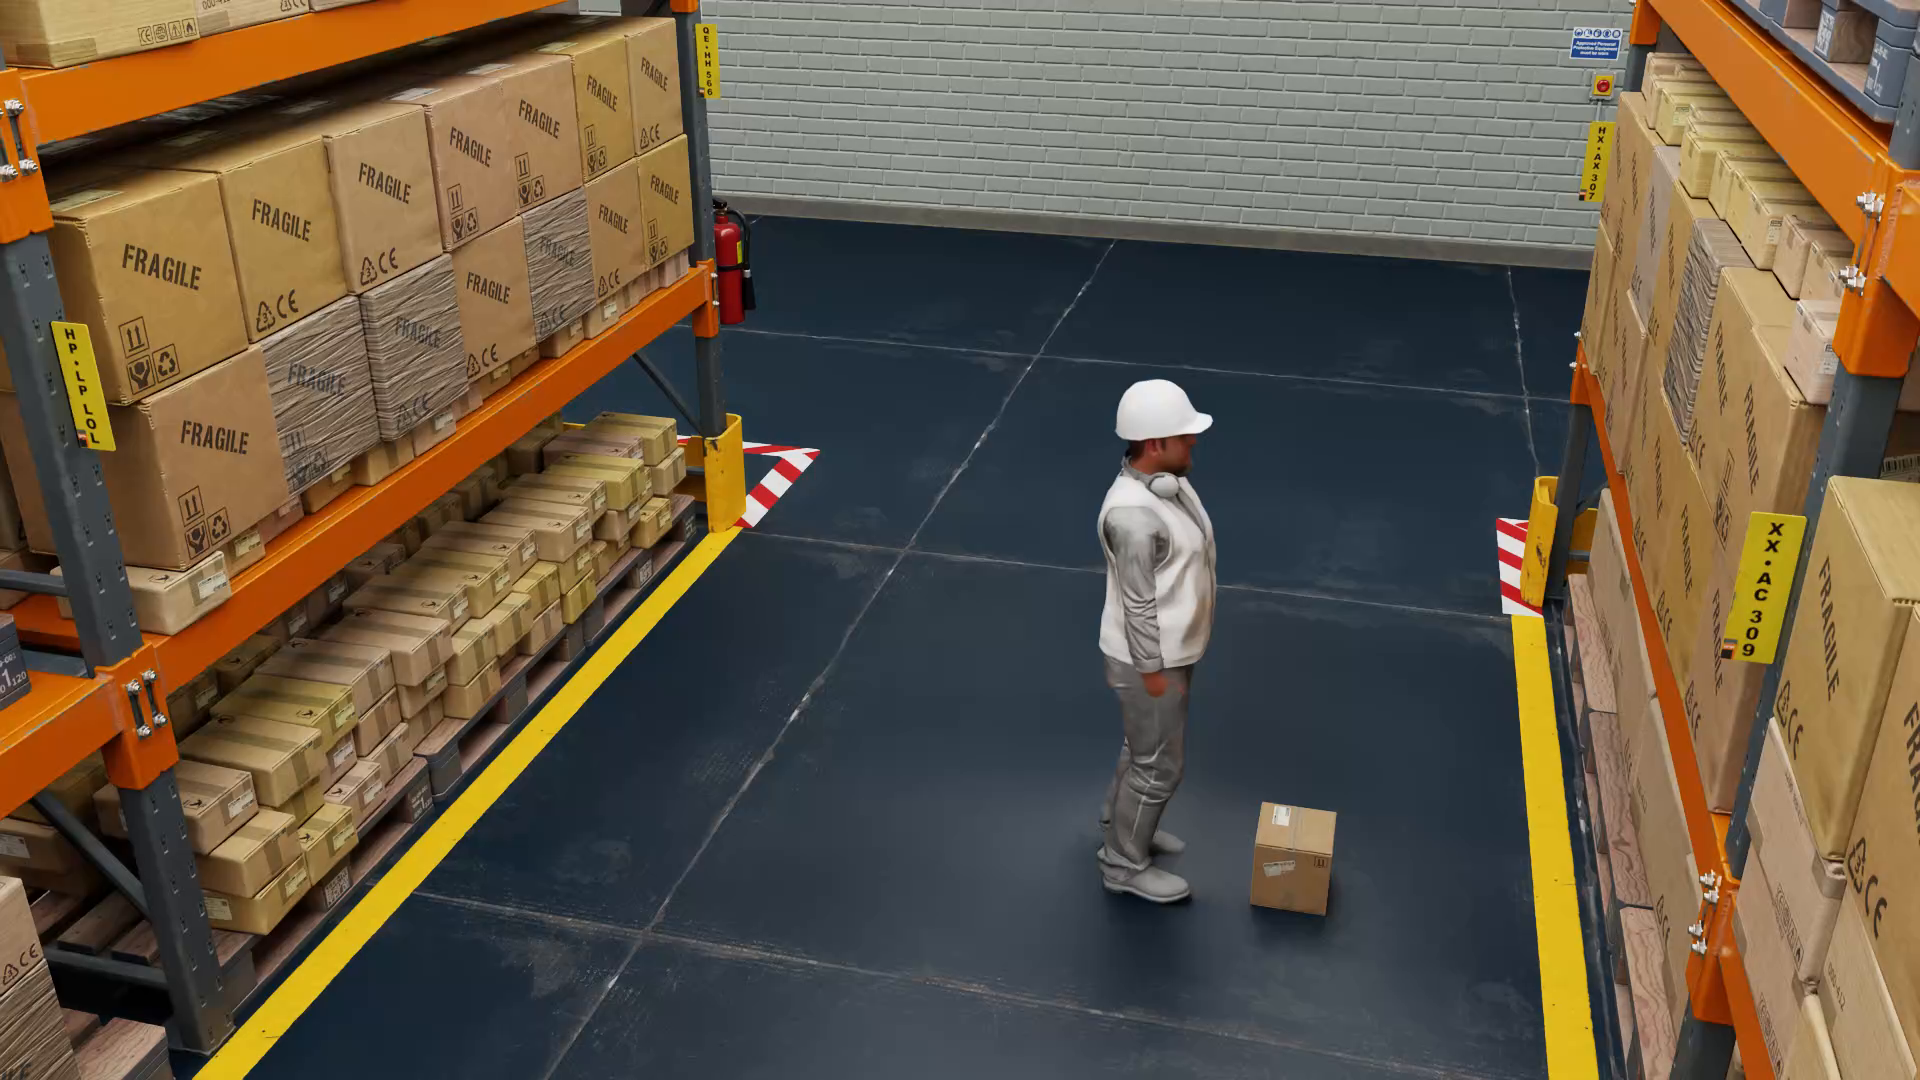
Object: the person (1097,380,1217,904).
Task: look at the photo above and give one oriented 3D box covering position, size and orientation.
[{"bbox_3d":[0.637,0.334,5.404,0.367,1.789,0.534,7,26,14],"label":"person"}]
